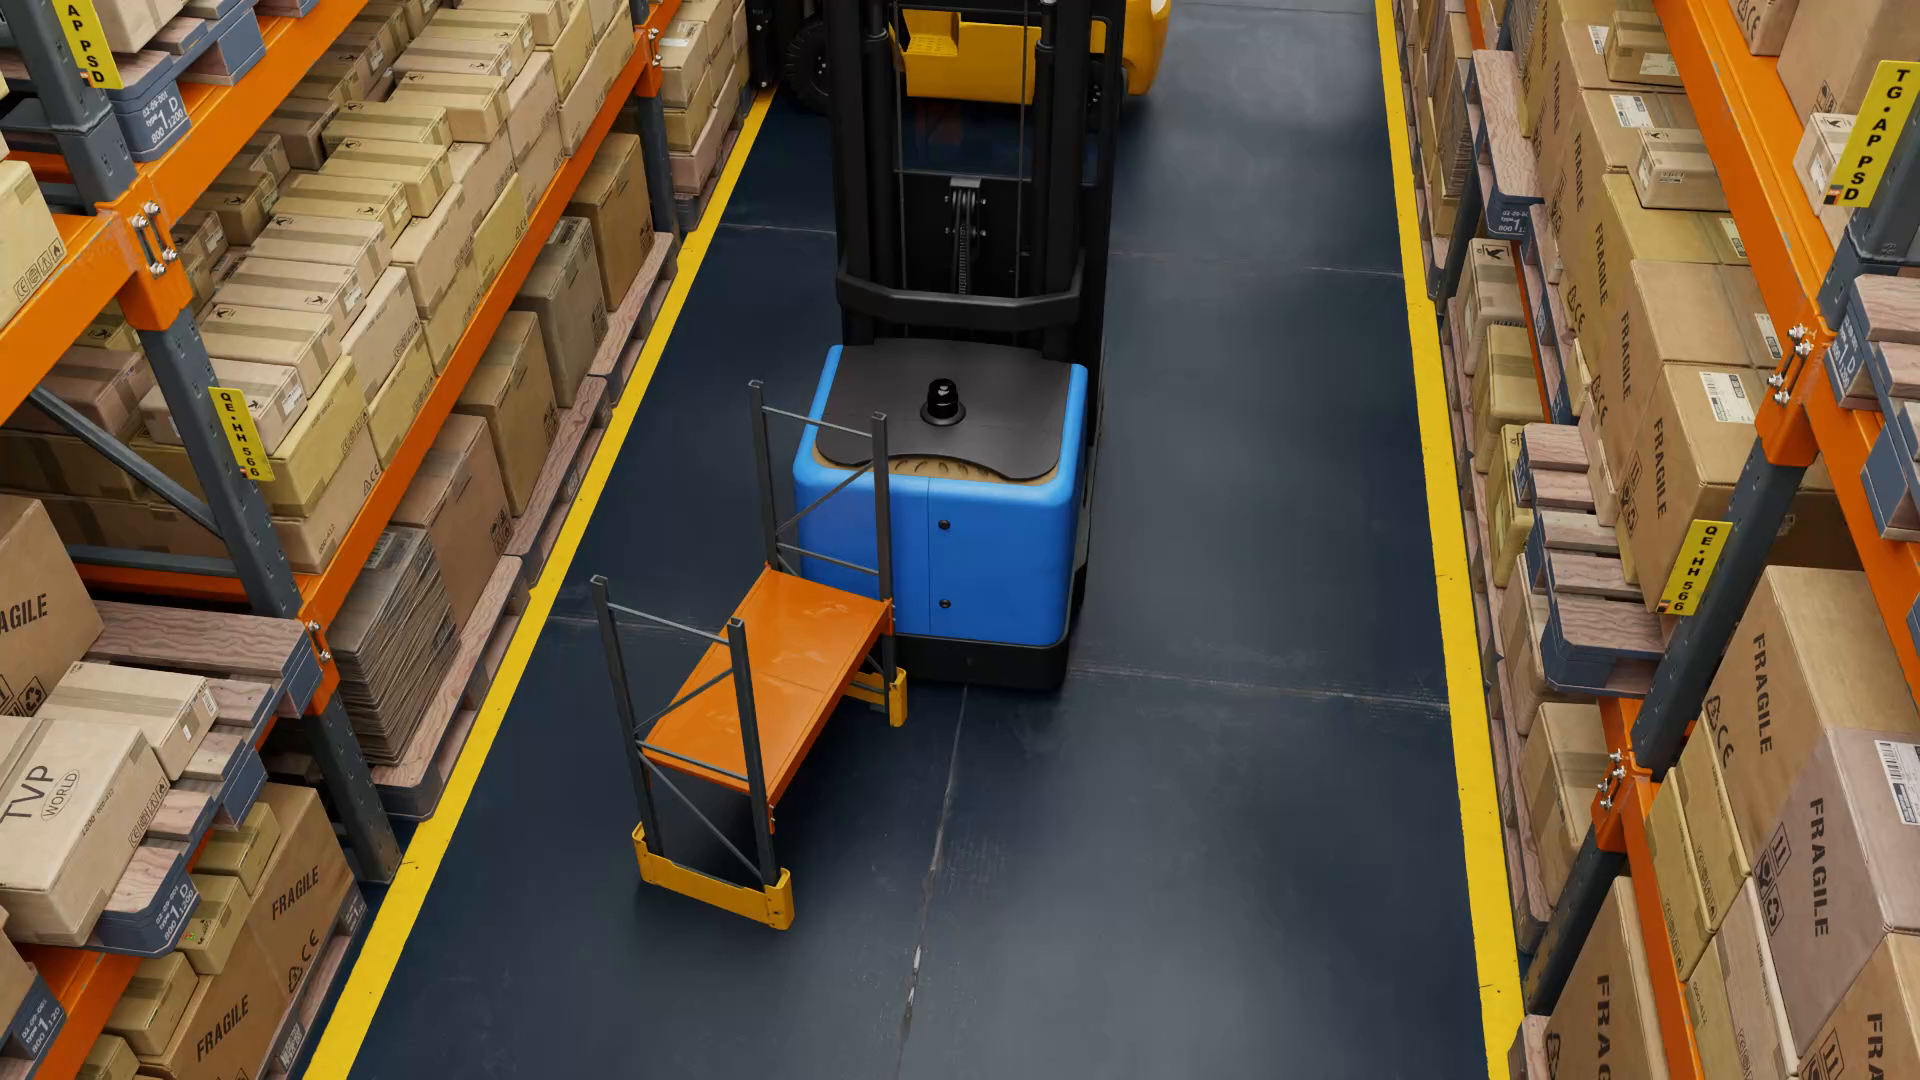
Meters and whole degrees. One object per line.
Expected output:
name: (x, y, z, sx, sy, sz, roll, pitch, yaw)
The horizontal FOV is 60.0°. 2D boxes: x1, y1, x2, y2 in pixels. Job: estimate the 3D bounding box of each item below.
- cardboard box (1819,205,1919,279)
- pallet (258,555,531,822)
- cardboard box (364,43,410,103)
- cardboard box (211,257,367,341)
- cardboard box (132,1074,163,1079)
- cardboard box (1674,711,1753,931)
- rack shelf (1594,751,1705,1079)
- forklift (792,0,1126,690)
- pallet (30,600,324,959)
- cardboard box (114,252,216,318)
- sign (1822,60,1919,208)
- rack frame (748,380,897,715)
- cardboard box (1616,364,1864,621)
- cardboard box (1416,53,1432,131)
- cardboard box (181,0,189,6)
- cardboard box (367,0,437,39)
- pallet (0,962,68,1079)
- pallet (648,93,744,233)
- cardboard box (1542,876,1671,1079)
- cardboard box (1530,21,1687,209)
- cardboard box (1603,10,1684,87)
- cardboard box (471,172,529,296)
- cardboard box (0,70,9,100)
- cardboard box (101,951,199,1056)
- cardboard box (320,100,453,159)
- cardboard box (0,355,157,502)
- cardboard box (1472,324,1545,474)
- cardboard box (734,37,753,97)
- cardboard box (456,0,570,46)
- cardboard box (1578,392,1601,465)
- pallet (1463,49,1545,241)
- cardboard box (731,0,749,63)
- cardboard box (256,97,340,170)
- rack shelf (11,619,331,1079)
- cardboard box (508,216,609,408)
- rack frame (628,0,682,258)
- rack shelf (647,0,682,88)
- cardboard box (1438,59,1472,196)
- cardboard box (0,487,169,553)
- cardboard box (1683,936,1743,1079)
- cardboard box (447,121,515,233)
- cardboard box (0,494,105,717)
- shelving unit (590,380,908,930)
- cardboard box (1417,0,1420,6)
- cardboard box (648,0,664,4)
cardboard box: (2.231, -0.724, 3.834, 0.380, 0.149, 0.250, 5, 44, 6)
pallet: (-2.375, 0.514, 6.553, 1.003, 0.211, 1.213, 5, 44, 6)
cardboard box: (-2.471, -1.781, 6.695, 0.500, 0.250, 0.500, 4, 44, 5)
cardboard box: (-2.146, -0.762, 5.329, 0.380, 0.149, 0.250, 6, 44, 7)
cardboard box: (-2.509, 1.819, 4.660, 0.500, 0.500, 0.500, 7, 44, 7)
cardboard box: (2.086, 0.704, 4.070, 0.500, 0.250, 0.500, 5, 44, 5)
rack shelf: (2.133, 2.132, 3.340, 1.077, 0.370, 4.000, 5, 44, 6)
forklift: (0.083, -1.494, 6.696, 1.130, 2.935, 3.031, 5, 44, 5)
pallet: (-2.543, 0.597, 4.577, 1.213, 0.211, 1.003, 5, 44, 6)
cardboard box: (-2.662, -0.812, 5.381, 0.380, 0.149, 0.250, 5, 44, 5)
sign: (1.860, -0.820, 3.376, 0.100, 0.325, 0.005, 5, 44, 6)
rack frame: (-0.480, 0.074, 6.081, 0.500, 1.500, 0.032, 16, 46, 16)
cardboard box: (2.182, -0.124, 4.605, 0.500, 0.500, 0.500, 4, 44, 4)
cardboard box: (2.870, -2.509, 9.413, 0.500, 0.250, 0.500, 6, 44, 6)
cardboard box: (-2.186, -1.726, 4.259, 0.500, 0.500, 0.500, 6, 44, 6)
cardboard box: (-2.388, -2.194, 6.841, 0.380, 0.149, 0.250, 5, 44, 5)
pallet: (-2.776, 1.455, 3.671, 1.003, 0.211, 1.213, 5, 44, 6)
pallet: (-1.848, -2.192, 9.412, 1.003, 0.211, 1.213, 5, 44, 6)
cardboard box: (2.224, 1.590, 4.629, 0.875, 0.875, 0.875, 5, 44, 5)
cardboard box: (2.436, -1.544, 6.105, 0.500, 0.500, 0.500, 5, 44, 5)
cardboard box: (2.472, -1.712, 5.810, 0.380, 0.149, 0.250, 8, 44, 8)
cardboard box: (-2.019, -1.214, 6.459, 0.500, 0.250, 0.500, 7, 44, 7)
cardboard box: (-2.275, -0.967, 3.511, 0.380, 0.149, 0.250, 7, 44, 7)
cardboard box: (-2.421, 1.303, 4.733, 0.380, 0.149, 0.250, 4, 44, 4)
cardboard box: (-2.090, -1.470, 6.076, 0.380, 0.149, 0.250, 5, 44, 6)
cardboard box: (-2.739, -0.399, 5.235, 0.500, 0.250, 0.500, 6, 44, 6)
cardboard box: (2.768, -0.568, 7.274, 0.950, 0.372, 0.625, 8, 44, 8)
cardboard box: (-1.498, -2.819, 9.740, 0.500, 0.250, 0.500, 6, 44, 6)
cardboard box: (-1.823, -2.155, 6.799, 0.380, 0.149, 0.250, 4, 44, 4)
cardboard box: (2.202, -0.334, 5.298, 0.380, 0.149, 0.250, 3, 44, 4)
pallet: (2.681, -1.641, 6.941, 1.003, 0.211, 1.213, 5, 44, 6)
cardboard box: (-1.482, -2.989, 9.556, 0.500, 0.250, 0.500, 5, 44, 5)
cardboard box: (-2.497, -1.501, 6.109, 0.380, 0.149, 0.250, 6, 44, 7)
rack shelf: (-2.787, 1.684, 3.813, 1.077, 0.370, 4.000, 5, 44, 6)
cardboard box: (-2.162, -1.072, 7.622, 0.875, 0.625, 0.625, 5, 44, 5)
rack frame: (-1.994, -2.667, 7.885, 1.000, 3.000, 0.127, 5, 44, 6)
rack shelf: (-1.730, -3.769, 9.572, 1.077, 0.370, 4.000, 5, 44, 6)
cardboard box: (2.739, -2.072, 8.406, 0.500, 0.500, 0.500, 5, 44, 5)
cardboard box: (-2.717, -0.216, 5.405, 0.500, 0.250, 0.500, 4, 44, 5)
cardboard box: (2.033, 1.225, 3.884, 0.500, 0.250, 0.500, 4, 44, 4)
cardboard box: (-2.025, -1.395, 6.287, 0.500, 0.250, 0.500, 6, 44, 6)
cardboard box: (-2.746, 0.207, 4.471, 0.500, 0.500, 0.500, 7, 44, 7)
shelving unit: (-0.675, 0.404, 5.733, 0.587, 1.500, 1.083, 16, 46, 16)
cardboard box: (3.007, -3.473, 9.885, 0.500, 0.500, 0.500, 4, 44, 4)
cardboard box: (-1.677, -2.982, 8.145, 0.500, 0.500, 0.500, 4, 44, 4)
